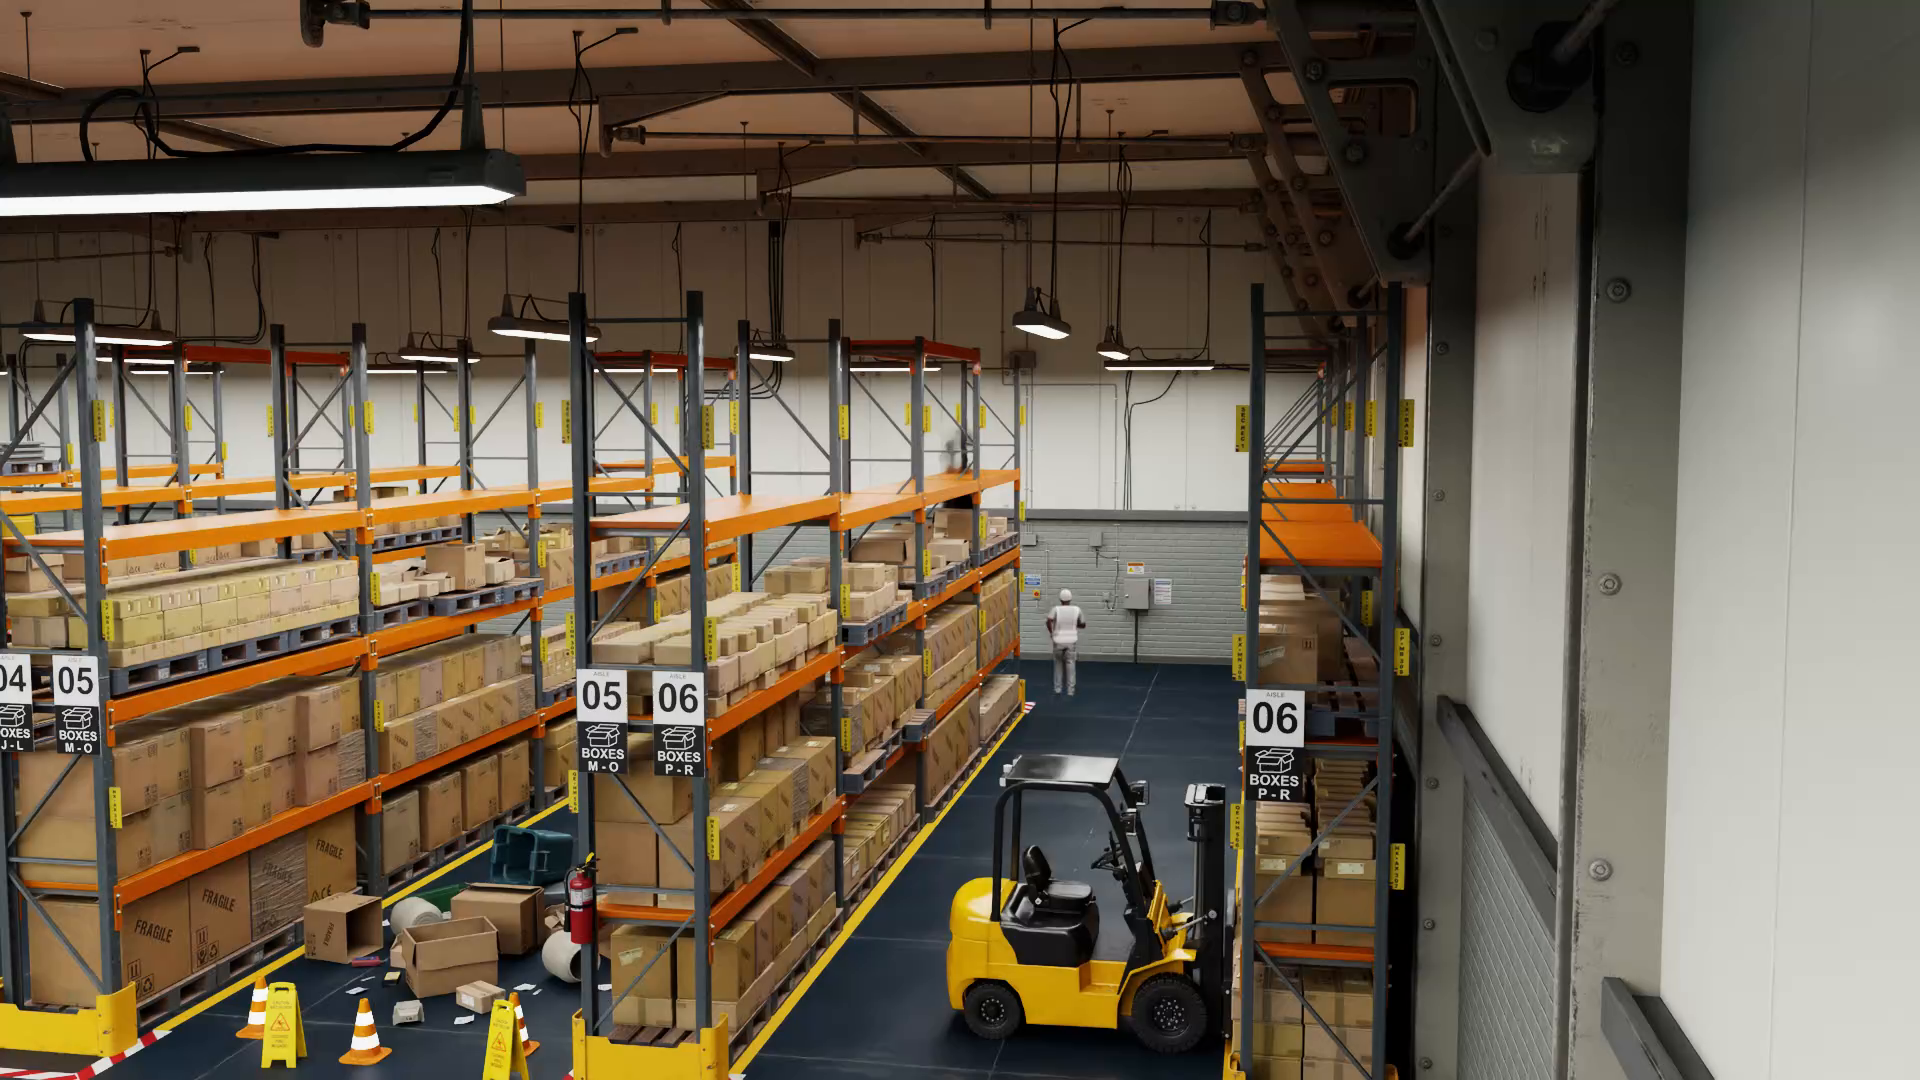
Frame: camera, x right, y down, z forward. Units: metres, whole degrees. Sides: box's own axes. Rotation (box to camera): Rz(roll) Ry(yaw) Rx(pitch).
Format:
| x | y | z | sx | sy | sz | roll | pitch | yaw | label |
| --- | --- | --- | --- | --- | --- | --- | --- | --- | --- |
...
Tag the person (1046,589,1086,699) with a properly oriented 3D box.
| x | y | z | sx | sy | sz | roll | pitch | yaw | label |
| --- | --- | --- | --- | --- | --- | --- | --- | --- | --- |
| 1.761 | 1.763 | 27.783 | 0.672 | 1.892 | 0.683 | 0 | 5 | 0 | person |
